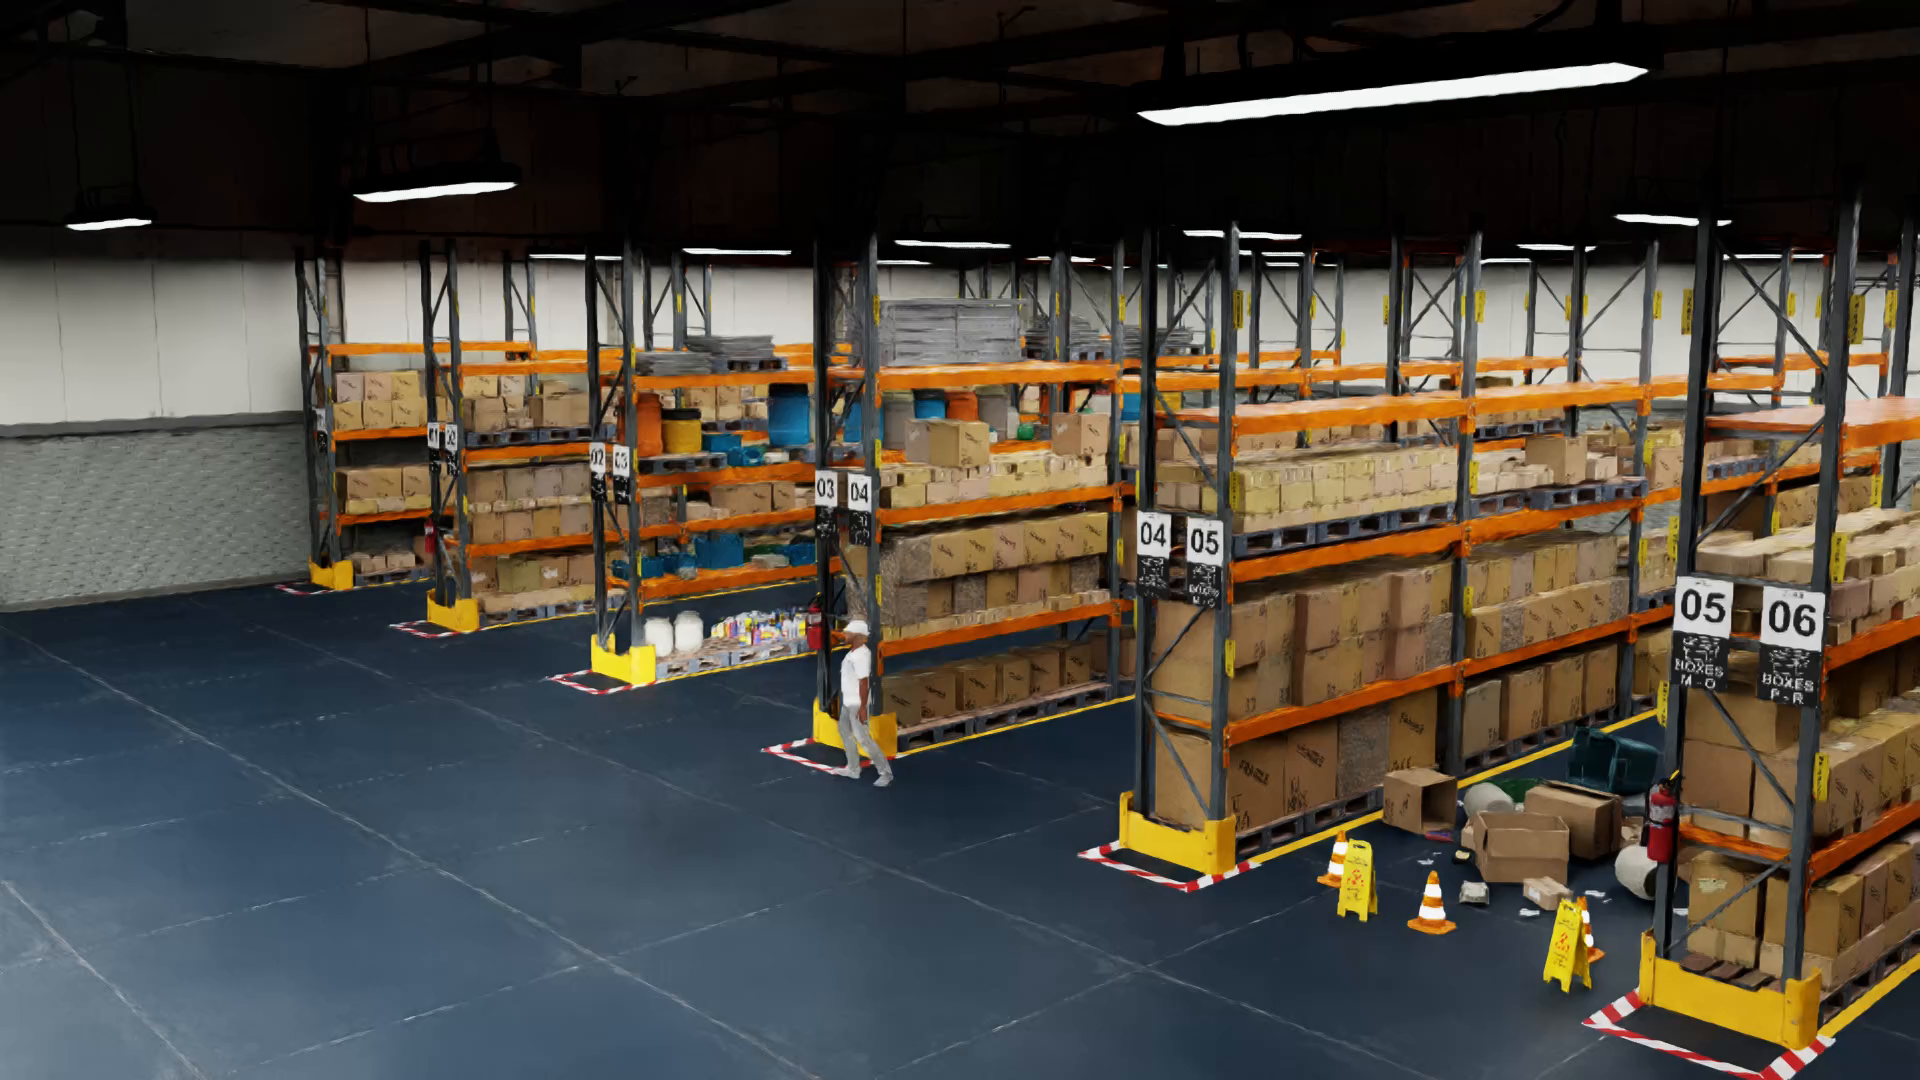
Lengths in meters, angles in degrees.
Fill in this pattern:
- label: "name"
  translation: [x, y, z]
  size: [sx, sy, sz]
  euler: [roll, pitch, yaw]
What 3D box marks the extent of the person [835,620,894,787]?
- label: "person"
  translation: [-1.036, 1.729, 17.708]
  size: [0.607, 1.737, 0.752]
  euler: [-1, 8, -5]
